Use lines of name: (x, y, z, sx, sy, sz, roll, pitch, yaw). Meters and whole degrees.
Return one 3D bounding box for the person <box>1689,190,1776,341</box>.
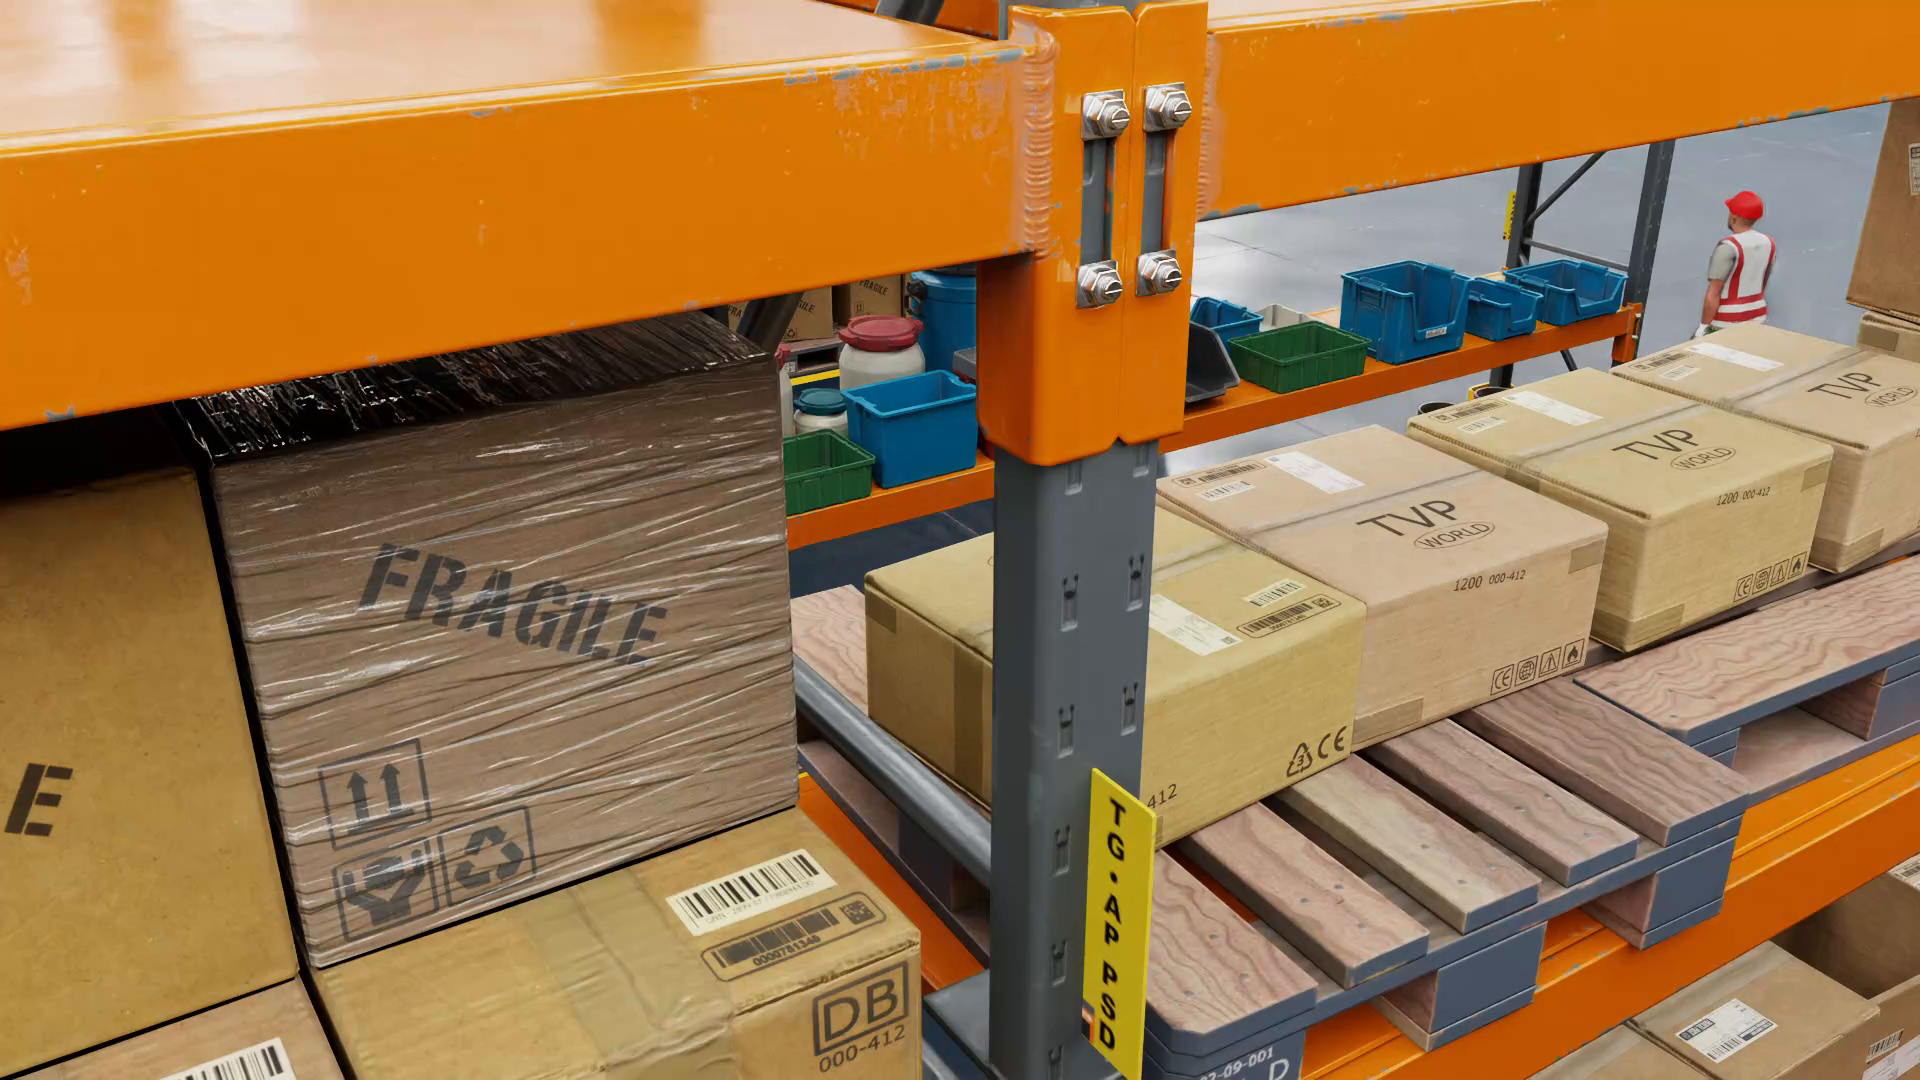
person: (5.145, -1.420, 11.172, 0.685, 1.832, 0.556, -10, 27, -21)
